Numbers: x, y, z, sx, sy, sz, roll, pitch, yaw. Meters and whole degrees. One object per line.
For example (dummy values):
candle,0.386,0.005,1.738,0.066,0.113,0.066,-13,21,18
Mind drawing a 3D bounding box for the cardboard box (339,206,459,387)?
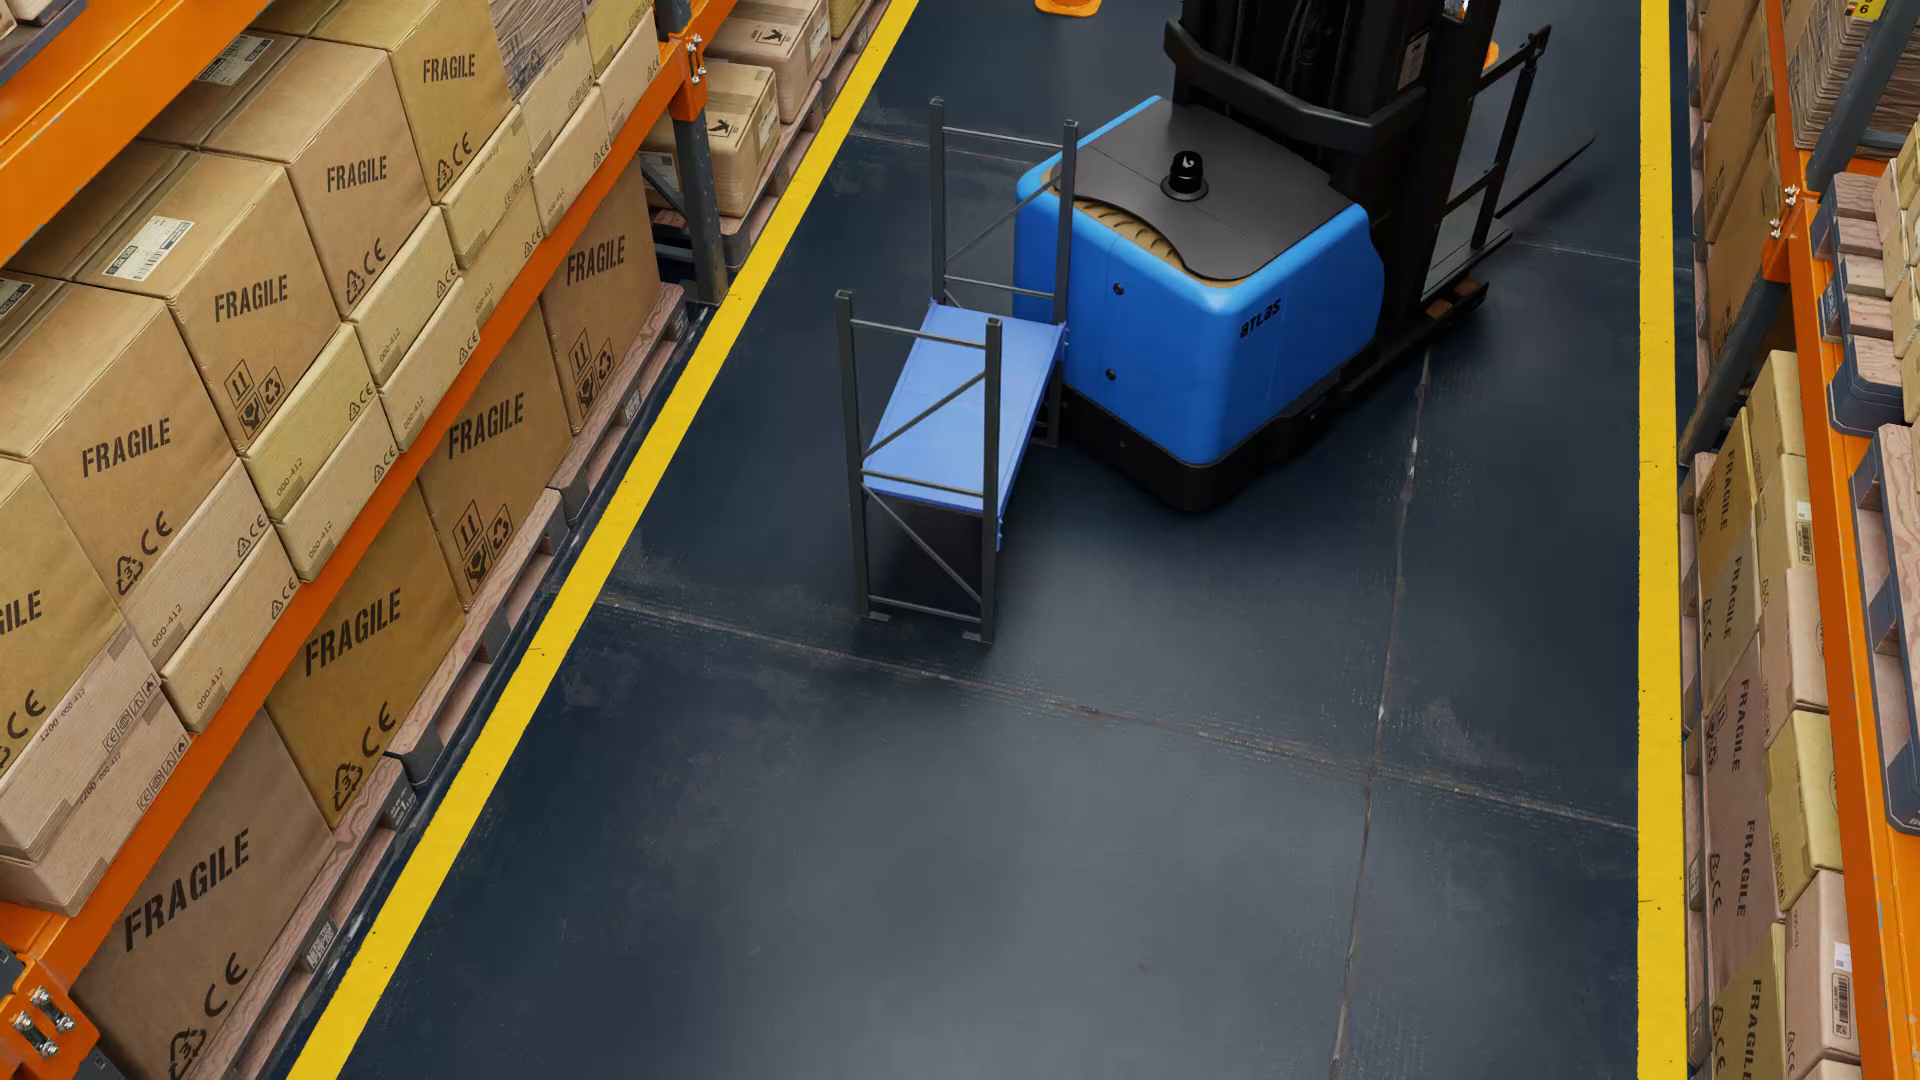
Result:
cardboard box,-1.763,-0.721,4.652,0.500,0.250,0.500,10,49,9

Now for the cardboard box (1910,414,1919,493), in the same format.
cardboard box,2.714,-0.217,4.329,0.380,0.149,0.250,13,50,11

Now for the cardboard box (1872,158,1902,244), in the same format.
cardboard box,2.992,-0.995,5.015,0.380,0.149,0.250,11,49,10

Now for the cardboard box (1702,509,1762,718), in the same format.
cardboard box,2.743,0.291,5.380,0.500,0.500,0.500,12,50,10

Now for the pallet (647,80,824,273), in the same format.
pallet,-1.290,-1.769,7.671,1.003,0.211,1.213,12,50,10

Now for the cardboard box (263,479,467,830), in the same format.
cardboard box,-2.234,0.211,5.200,0.875,0.875,0.875,13,50,11

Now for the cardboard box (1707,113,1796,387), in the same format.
cardboard box,3.552,-1.040,6.388,1.050,0.750,0.750,11,49,10

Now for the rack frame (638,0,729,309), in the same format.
rack frame,-1.497,-2.127,6.127,1.000,3.000,0.127,12,50,10

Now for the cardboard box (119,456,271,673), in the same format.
cardboard box,-2.052,0.005,4.011,0.500,0.250,0.500,12,50,11

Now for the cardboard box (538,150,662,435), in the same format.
cardboard box,-1.759,-1.080,6.339,0.875,0.875,0.875,11,50,10

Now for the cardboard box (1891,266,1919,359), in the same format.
cardboard box,2.851,-0.606,4.672,0.380,0.149,0.250,14,50,12

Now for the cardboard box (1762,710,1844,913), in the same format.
cardboard box,2.478,0.767,4.459,0.500,0.250,0.500,10,49,8

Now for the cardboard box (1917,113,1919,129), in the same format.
cardboard box,2.995,-1.177,4.779,0.380,0.149,0.250,12,50,10

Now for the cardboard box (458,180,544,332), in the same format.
cardboard box,-1.647,-0.927,5.167,0.500,0.250,0.500,11,50,10

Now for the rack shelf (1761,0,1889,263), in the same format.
rack shelf,3.831,-2.432,6.875,1.077,0.370,4.000,12,50,10

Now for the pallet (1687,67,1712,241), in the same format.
pallet,3.908,-1.736,7.641,1.003,0.211,1.213,12,50,10

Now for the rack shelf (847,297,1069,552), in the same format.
rack shelf,0.011,-0.430,5.869,0.538,0.185,1.000,12,50,10

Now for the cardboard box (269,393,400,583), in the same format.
cardboard box,-1.895,-0.192,4.519,0.500,0.250,0.500,11,50,10

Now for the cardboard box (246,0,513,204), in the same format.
cardboard box,-1.645,-1.335,4.694,0.500,0.500,0.500,12,50,10

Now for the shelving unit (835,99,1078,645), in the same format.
shelving unit,0.011,-0.549,5.734,0.538,1.500,1.048,12,50,10

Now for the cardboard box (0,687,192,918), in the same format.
cardboard box,-2.180,0.550,3.864,0.500,0.250,0.500,11,49,9

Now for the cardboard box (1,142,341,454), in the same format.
cardboard box,-1.915,-0.595,4.041,0.500,0.500,0.500,10,49,9

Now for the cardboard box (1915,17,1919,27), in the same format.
cardboard box,3.432,-1.910,5.201,0.700,0.500,0.500,11,50,10

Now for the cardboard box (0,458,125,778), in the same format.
cardboard box,-2.157,0.141,3.391,0.500,0.500,0.500,12,50,10

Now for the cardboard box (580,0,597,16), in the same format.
cardboard box,-1.381,-2.065,5.339,0.500,0.500,0.500,10,49,9

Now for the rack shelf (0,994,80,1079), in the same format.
rack shelf,-3.077,2.451,2.566,1.077,0.370,4.000,12,50,10

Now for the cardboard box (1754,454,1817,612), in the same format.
cardboard box,2.756,0.035,5.106,0.500,0.250,0.500,11,49,10

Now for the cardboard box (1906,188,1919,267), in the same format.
cardboard box,2.914,-0.871,4.707,0.380,0.149,0.250,14,50,12

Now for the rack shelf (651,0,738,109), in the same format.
rack shelf,-0.971,-3.336,7.673,1.077,0.370,4.000,12,50,10

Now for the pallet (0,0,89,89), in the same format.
pallet,-2.357,-0.836,3.114,0.805,0.209,1.217,10,49,9

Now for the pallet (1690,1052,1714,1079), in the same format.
pallet,2.455,2.029,4.318,1.003,0.211,1.213,12,50,10

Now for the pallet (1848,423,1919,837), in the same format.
pallet,2.823,0.280,4.130,1.003,0.211,1.213,12,50,10

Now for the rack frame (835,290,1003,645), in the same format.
rack frame,-0.122,-0.181,5.410,0.500,1.500,0.032,12,50,10

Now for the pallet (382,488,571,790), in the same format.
pallet,-2.101,0.231,5.906,1.003,0.211,1.213,12,50,10

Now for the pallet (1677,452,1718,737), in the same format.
pallet,3.098,0.264,5.876,1.003,0.211,1.213,12,50,10

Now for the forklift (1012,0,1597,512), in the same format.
forklift,1.593,-2.069,6.121,3.031,2.935,1.130,-36,58,-28

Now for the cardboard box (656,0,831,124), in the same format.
cardboard box,-1.153,-2.338,7.786,0.950,0.372,0.625,11,49,9

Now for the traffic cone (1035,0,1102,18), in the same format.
traffic cone,0.580,-3.008,8.596,0.336,0.463,0.334,12,50,10

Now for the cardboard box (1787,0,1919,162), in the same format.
cardboard box,3.164,-1.635,5.626,0.500,0.500,0.500,12,50,10

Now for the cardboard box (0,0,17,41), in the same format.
cardboard box,-2.039,-0.979,2.766,0.500,0.500,0.500,11,49,9

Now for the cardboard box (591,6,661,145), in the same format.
cardboard box,-1.380,-1.660,5.815,0.500,0.250,0.500,10,49,9

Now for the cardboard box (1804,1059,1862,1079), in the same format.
cardboard box,2.204,1.521,3.794,0.500,0.250,0.500,10,49,9

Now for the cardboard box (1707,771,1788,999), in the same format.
cardboard box,2.478,1.032,4.726,0.500,0.500,0.500,11,49,9

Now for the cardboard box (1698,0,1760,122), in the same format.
cardboard box,4.023,-2.347,7.541,1.050,0.750,0.750,12,50,10

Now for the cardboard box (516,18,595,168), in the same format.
cardboard box,-1.511,-1.471,5.314,0.500,0.250,0.500,10,49,9
